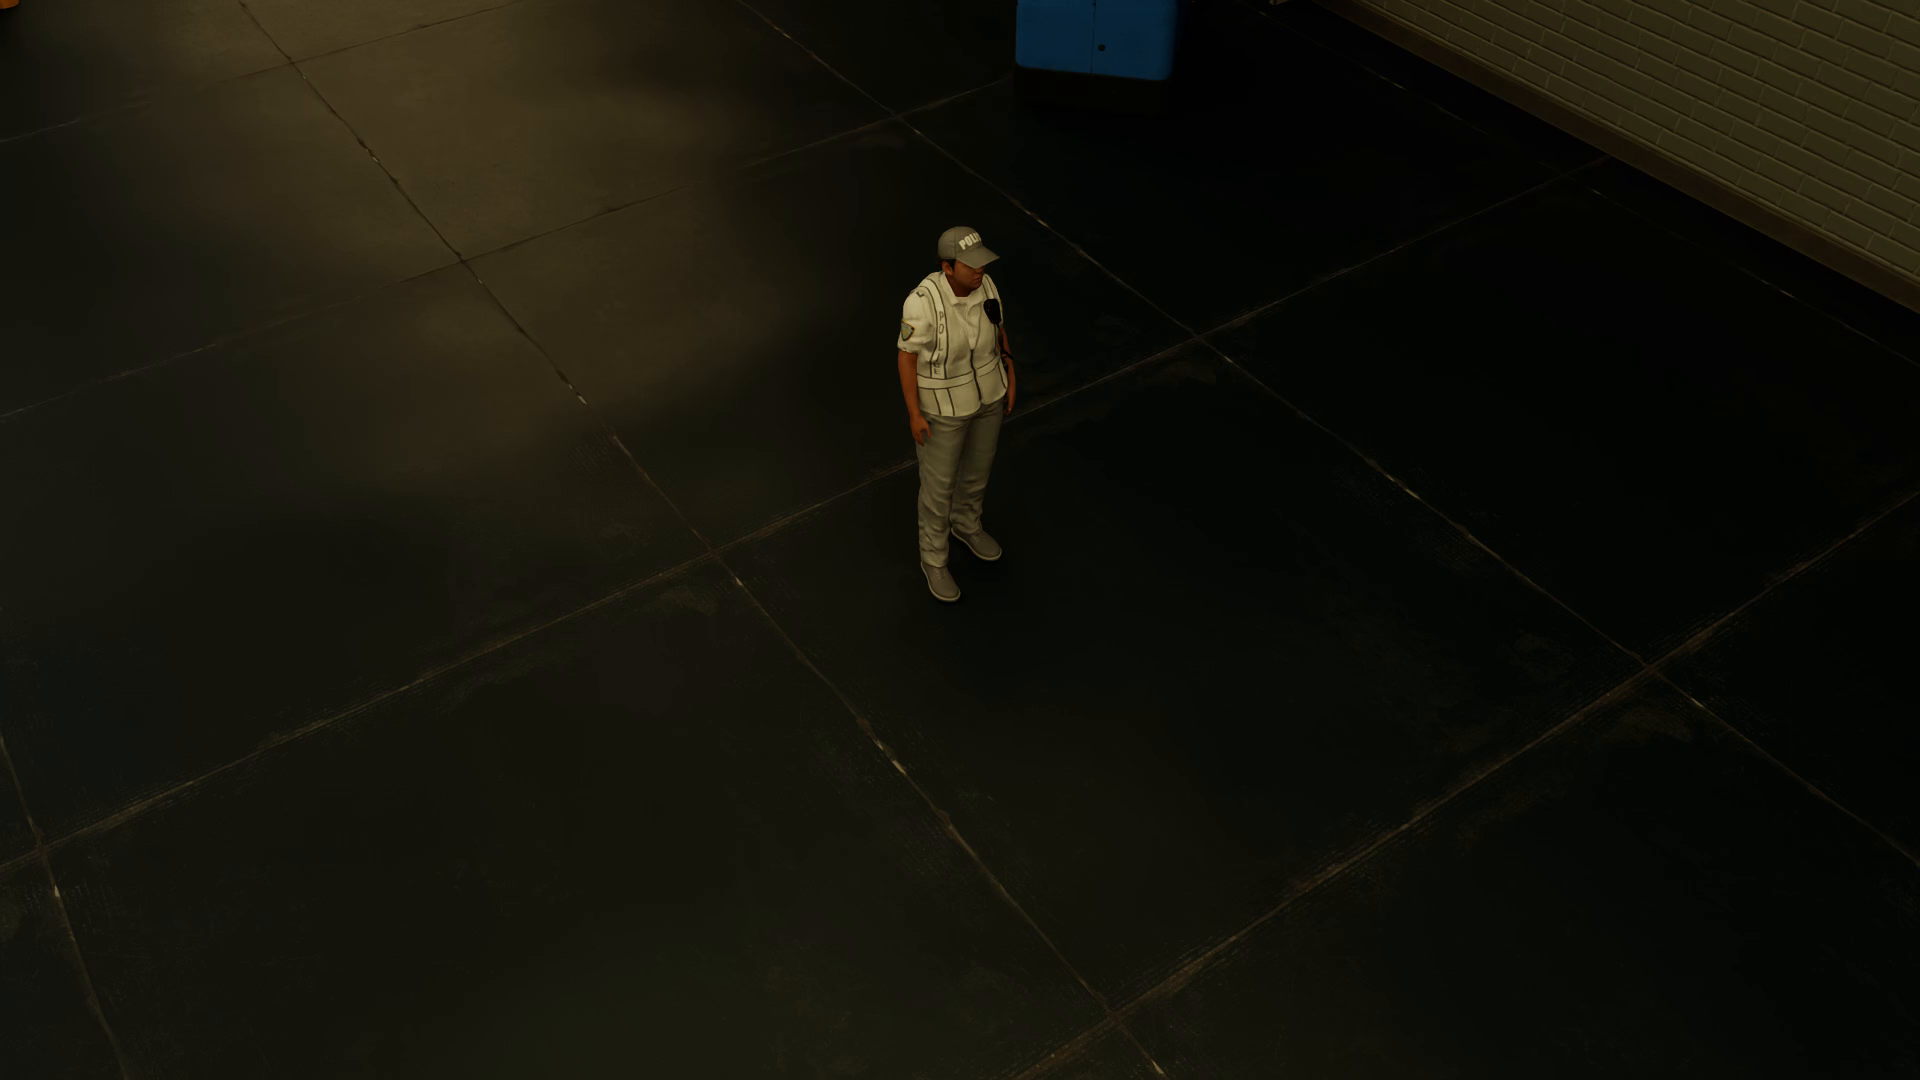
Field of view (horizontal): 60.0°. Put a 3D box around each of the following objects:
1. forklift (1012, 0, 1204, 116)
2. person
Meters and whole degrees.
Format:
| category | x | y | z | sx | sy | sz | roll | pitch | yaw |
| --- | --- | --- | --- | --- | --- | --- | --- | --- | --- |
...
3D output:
| category | x | y | z | sx | sy | sz | roll | pitch | yaw |
| --- | --- | --- | --- | --- | --- | --- | --- | --- | --- |
| forklift | 1.162 | -4.833 | 10.960 | 1.130 | 2.935 | 3.031 | 8 | 43 | 9 |
| person | 0.025 | -0.566 | 7.253 | 0.598 | 1.670 | 0.529 | -25 | 48 | -25 |
